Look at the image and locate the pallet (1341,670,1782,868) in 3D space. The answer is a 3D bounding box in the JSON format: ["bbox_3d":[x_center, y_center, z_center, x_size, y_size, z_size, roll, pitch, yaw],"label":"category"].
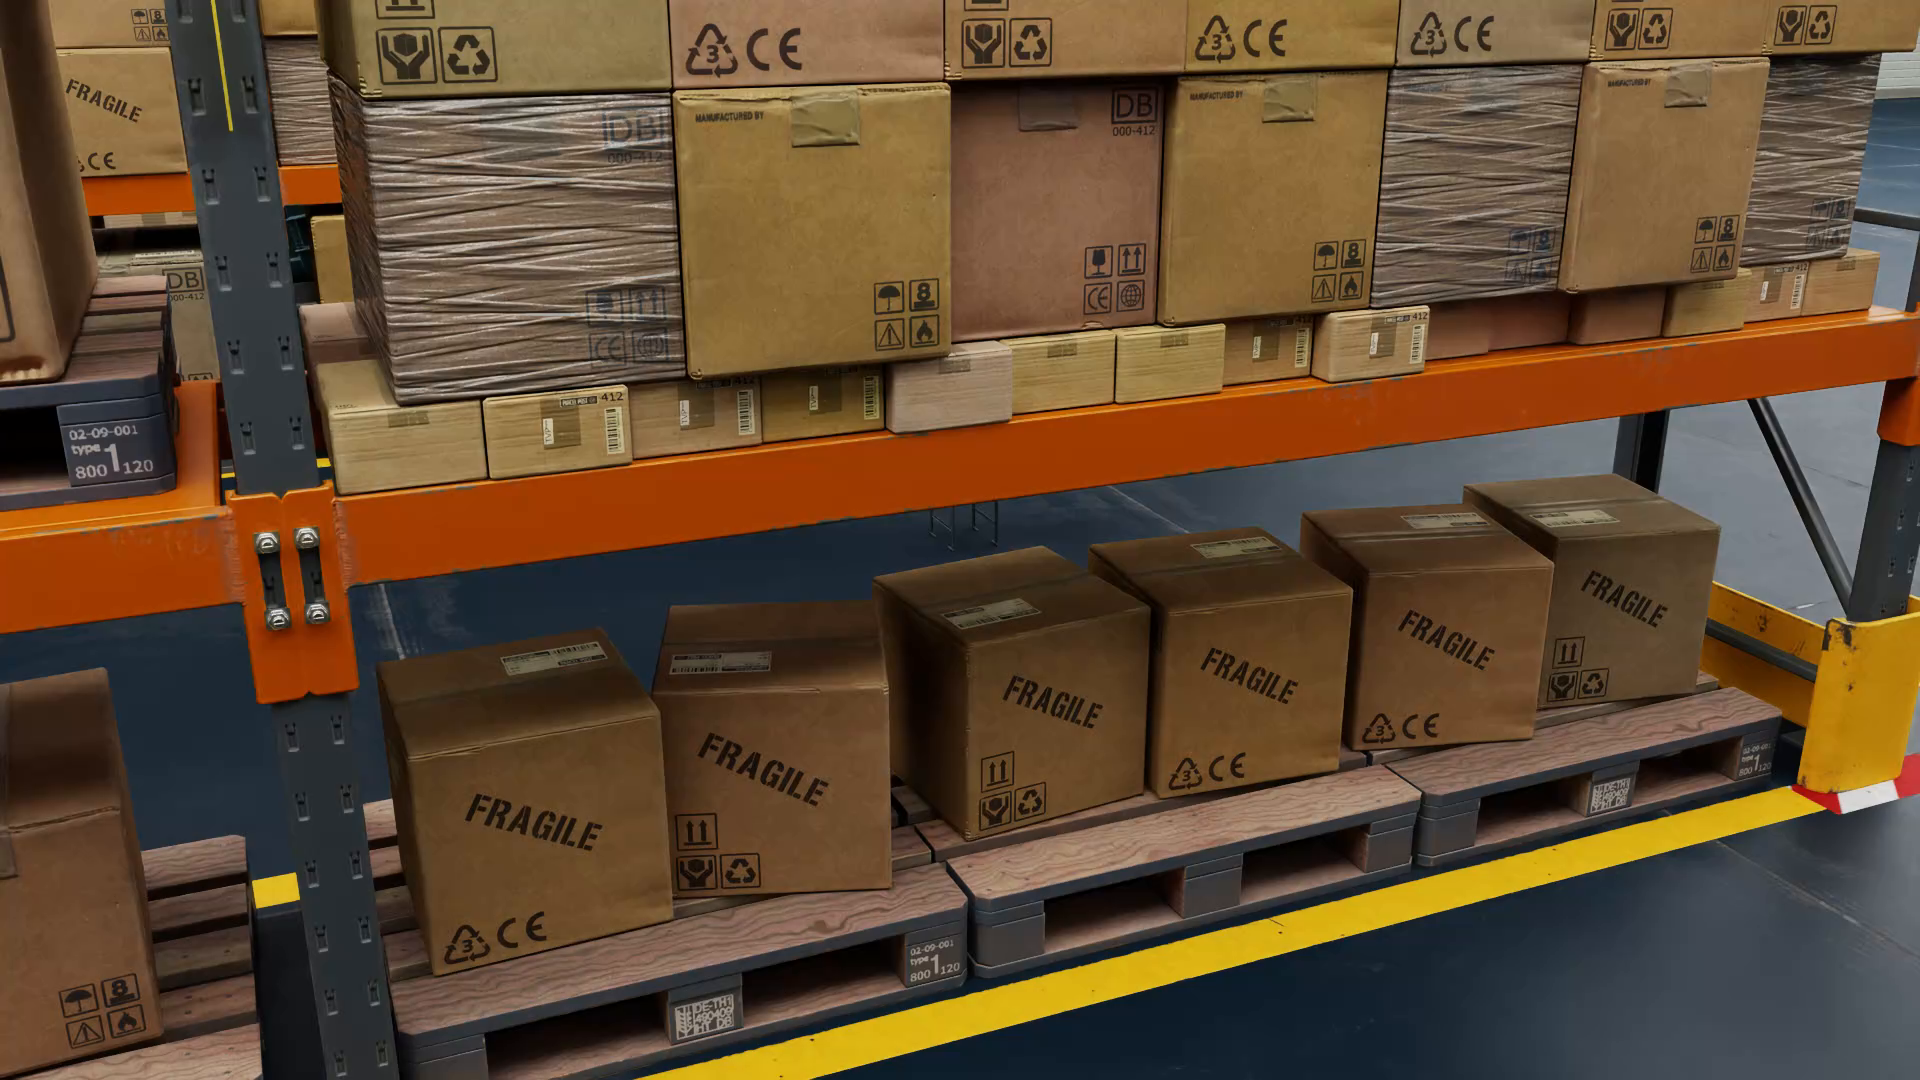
[{"bbox_3d":[1.516,0.497,4.792,1.213,0.211,1.003,-8,21,-22],"label":"pallet"}]

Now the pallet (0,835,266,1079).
[{"bbox_3d":[-2.041,1.020,3.307,1.213,0.211,1.003,-8,21,-22],"label":"pallet"}]

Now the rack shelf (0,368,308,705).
[{"bbox_3d":[-3.163,0.205,2.508,4.000,0.370,1.077,-8,21,-22],"label":"rack shelf"}]

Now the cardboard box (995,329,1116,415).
[{"bbox_3d":[0.128,-0.388,3.485,0.250,0.149,0.380,-8,21,-22],"label":"cardboard box"}]

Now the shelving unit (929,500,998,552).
[{"bbox_3d":[0.013,-0.568,6.328,0.189,1.200,0.258,-8,21,-22],"label":"shelving unit"}]

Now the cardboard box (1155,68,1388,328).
[{"bbox_3d":[0.478,-0.830,3.766,0.500,0.500,0.875,-8,21,-22],"label":"cardboard box"}]

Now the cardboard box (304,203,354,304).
[{"bbox_3d":[-2.594,-1.181,7.927,0.875,0.875,0.875,-8,21,-21],"label":"cardboard box"}]

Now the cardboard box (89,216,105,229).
[{"bbox_3d":[-6.392,-2.213,11.616,0.625,0.372,0.950,-7,21,-19],"label":"cardboard box"}]

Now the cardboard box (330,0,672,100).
[{"bbox_3d":[-0.813,-1.039,2.852,0.500,0.500,0.500,-8,21,-22],"label":"cardboard box"}]

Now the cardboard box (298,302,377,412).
[{"bbox_3d":[-1.246,-0.397,3.512,0.250,0.149,0.380,-8,21,-22],"label":"cardboard box"}]

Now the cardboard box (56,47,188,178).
[{"bbox_3d":[-3.572,-1.821,7.026,0.500,0.500,0.500,-8,21,-22],"label":"cardboard box"}]

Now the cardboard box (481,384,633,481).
[{"bbox_3d":[-0.776,-0.245,3.079,0.250,0.149,0.380,-8,21,-22],"label":"cardboard box"}]

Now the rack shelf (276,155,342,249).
[{"bbox_3d":[-1.362,-1.848,8.336,4.000,0.370,1.077,-8,21,-22],"label":"rack shelf"}]

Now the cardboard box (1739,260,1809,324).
[{"bbox_3d":[1.936,-0.672,4.294,0.250,0.149,0.380,-8,21,-22],"label":"cardboard box"}]

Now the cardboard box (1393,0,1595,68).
[{"bbox_3d":[1.022,-1.303,3.602,0.500,0.500,0.500,-8,21,-22],"label":"cardboard box"}]

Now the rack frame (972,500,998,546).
[{"bbox_3d":[0.097,-0.580,6.362,0.006,1.200,0.240,-8,21,-22],"label":"rack frame"}]

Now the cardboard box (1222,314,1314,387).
[{"bbox_3d":[0.573,-0.464,3.702,0.250,0.149,0.380,-8,21,-22],"label":"cardboard box"}]

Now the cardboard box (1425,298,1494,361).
[{"bbox_3d":[1.025,-0.536,3.905,0.250,0.149,0.380,-8,21,-22],"label":"cardboard box"}]

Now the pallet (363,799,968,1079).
[{"bbox_3d":[-0.724,0.818,3.880,1.213,0.211,1.003,-8,21,-22],"label":"pallet"}]

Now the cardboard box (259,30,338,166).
[{"bbox_3d":[-2.865,-2.047,7.592,0.550,0.550,0.875,-8,21,-22],"label":"cardboard box"}]

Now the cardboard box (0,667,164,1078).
[{"bbox_3d":[-1.899,0.648,3.267,0.500,0.500,0.700,-10,22,-26],"label":"cardboard box"}]

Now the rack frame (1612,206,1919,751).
[{"bbox_3d":[2.346,-0.924,4.630,0.127,3.000,1.000,-8,21,-22],"label":"rack frame"}]

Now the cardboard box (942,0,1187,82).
[{"bbox_3d":[0.105,-1.171,3.226,0.500,0.500,0.500,-8,21,-22],"label":"cardboard box"}]

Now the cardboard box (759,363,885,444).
[{"bbox_3d":[-0.331,-0.322,3.298,0.250,0.149,0.380,-8,21,-22],"label":"cardboard box"}]

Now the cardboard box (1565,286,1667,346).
[{"bbox_3d":[1.491,-0.596,4.076,0.250,0.149,0.380,-8,21,-22],"label":"cardboard box"}]

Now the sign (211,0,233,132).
[{"bbox_3d":[-1.104,-0.775,2.464,0.005,0.325,0.100,-8,21,-22],"label":"sign"}]

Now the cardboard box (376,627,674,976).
[{"bbox_3d":[-0.944,0.543,3.596,0.500,0.500,0.500,-9,21,-24],"label":"cardboard box"}]

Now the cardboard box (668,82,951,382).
[{"bbox_3d":[-0.416,-0.681,3.340,0.500,0.500,0.875,-8,21,-22],"label":"cardboard box"}]

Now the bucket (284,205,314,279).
[{"bbox_3d":[-3.987,-1.818,9.808,0.620,0.611,0.726,-11,20,0],"label":"bucket"}]

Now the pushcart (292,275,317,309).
[{"bbox_3d":[-4.303,-1.494,10.198,0.936,0.377,1.648,-17,26,-40],"label":"pushcart"}]

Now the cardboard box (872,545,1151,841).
[{"bbox_3d":[0.118,0.359,4.116,0.500,0.500,0.500,-10,22,-27],"label":"cardboard box"}]

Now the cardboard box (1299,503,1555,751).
[{"bbox_3d":[1.231,0.223,4.504,0.500,0.500,0.500,-3,20,-8],"label":"cardboard box"}]

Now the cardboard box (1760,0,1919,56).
[{"bbox_3d":[1.939,-1.435,3.979,0.500,0.500,0.500,-8,21,-22],"label":"cardboard box"}]

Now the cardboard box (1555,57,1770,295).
[{"bbox_3d":[1.418,-0.945,4.092,0.500,0.500,0.875,-8,21,-22],"label":"cardboard box"}]
